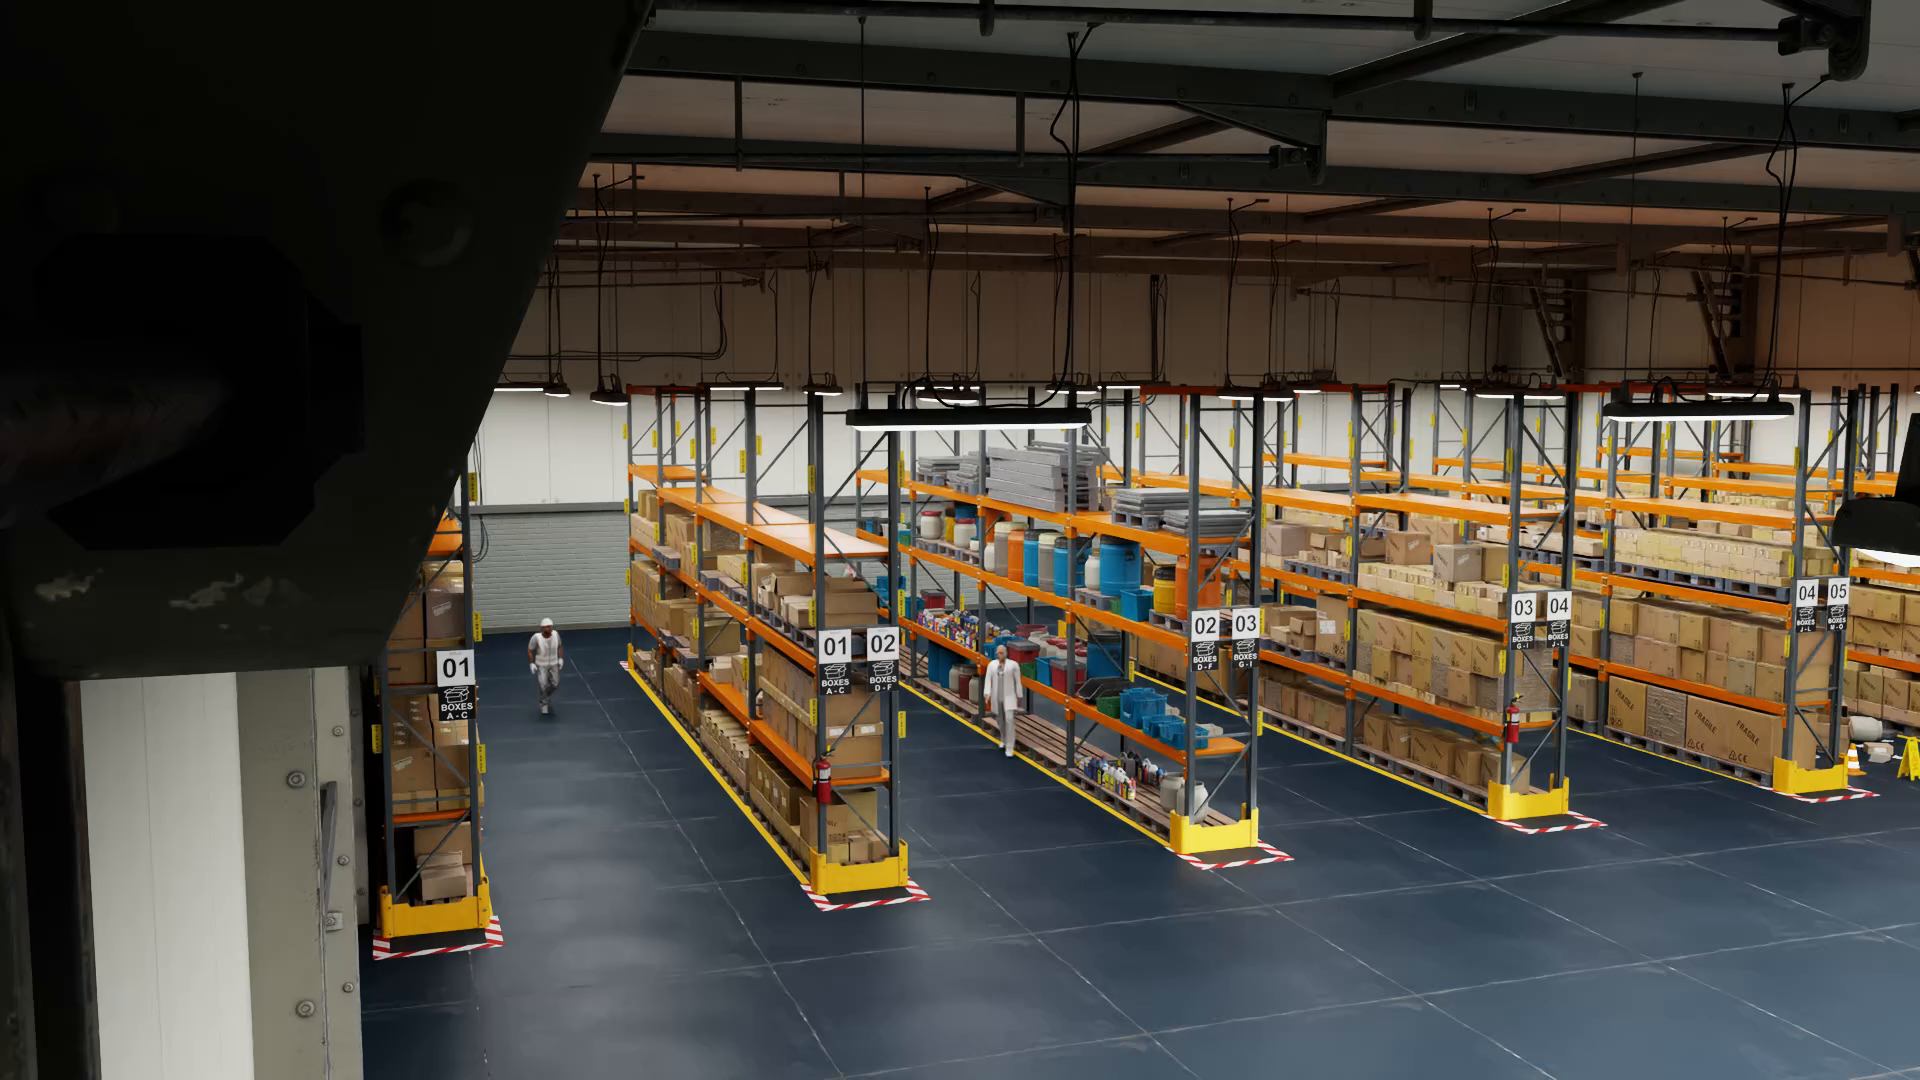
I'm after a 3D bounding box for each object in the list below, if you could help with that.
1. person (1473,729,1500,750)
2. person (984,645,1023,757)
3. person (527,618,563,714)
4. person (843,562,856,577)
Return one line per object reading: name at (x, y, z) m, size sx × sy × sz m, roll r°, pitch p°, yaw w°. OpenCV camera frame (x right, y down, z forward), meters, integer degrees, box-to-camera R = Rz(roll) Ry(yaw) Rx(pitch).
person at (8.905, 2.590, 27.799) m, size 0.594 × 1.729 × 0.972 m, roll -2°, pitch 6°, yaw -21°
person at (0.708, 2.615, 27.396) m, size 0.647 × 1.755 × 0.913 m, roll 3°, pitch 6°, yaw 24°
person at (-7.678, 2.296, 30.716) m, size 0.658 × 1.757 × 0.636 m, roll -4°, pitch 7°, yaw -33°
person at (-2.749, 1.269, 40.561) m, size 0.933 × 1.758 × 0.518 m, roll 0°, pitch 6°, yaw 2°
